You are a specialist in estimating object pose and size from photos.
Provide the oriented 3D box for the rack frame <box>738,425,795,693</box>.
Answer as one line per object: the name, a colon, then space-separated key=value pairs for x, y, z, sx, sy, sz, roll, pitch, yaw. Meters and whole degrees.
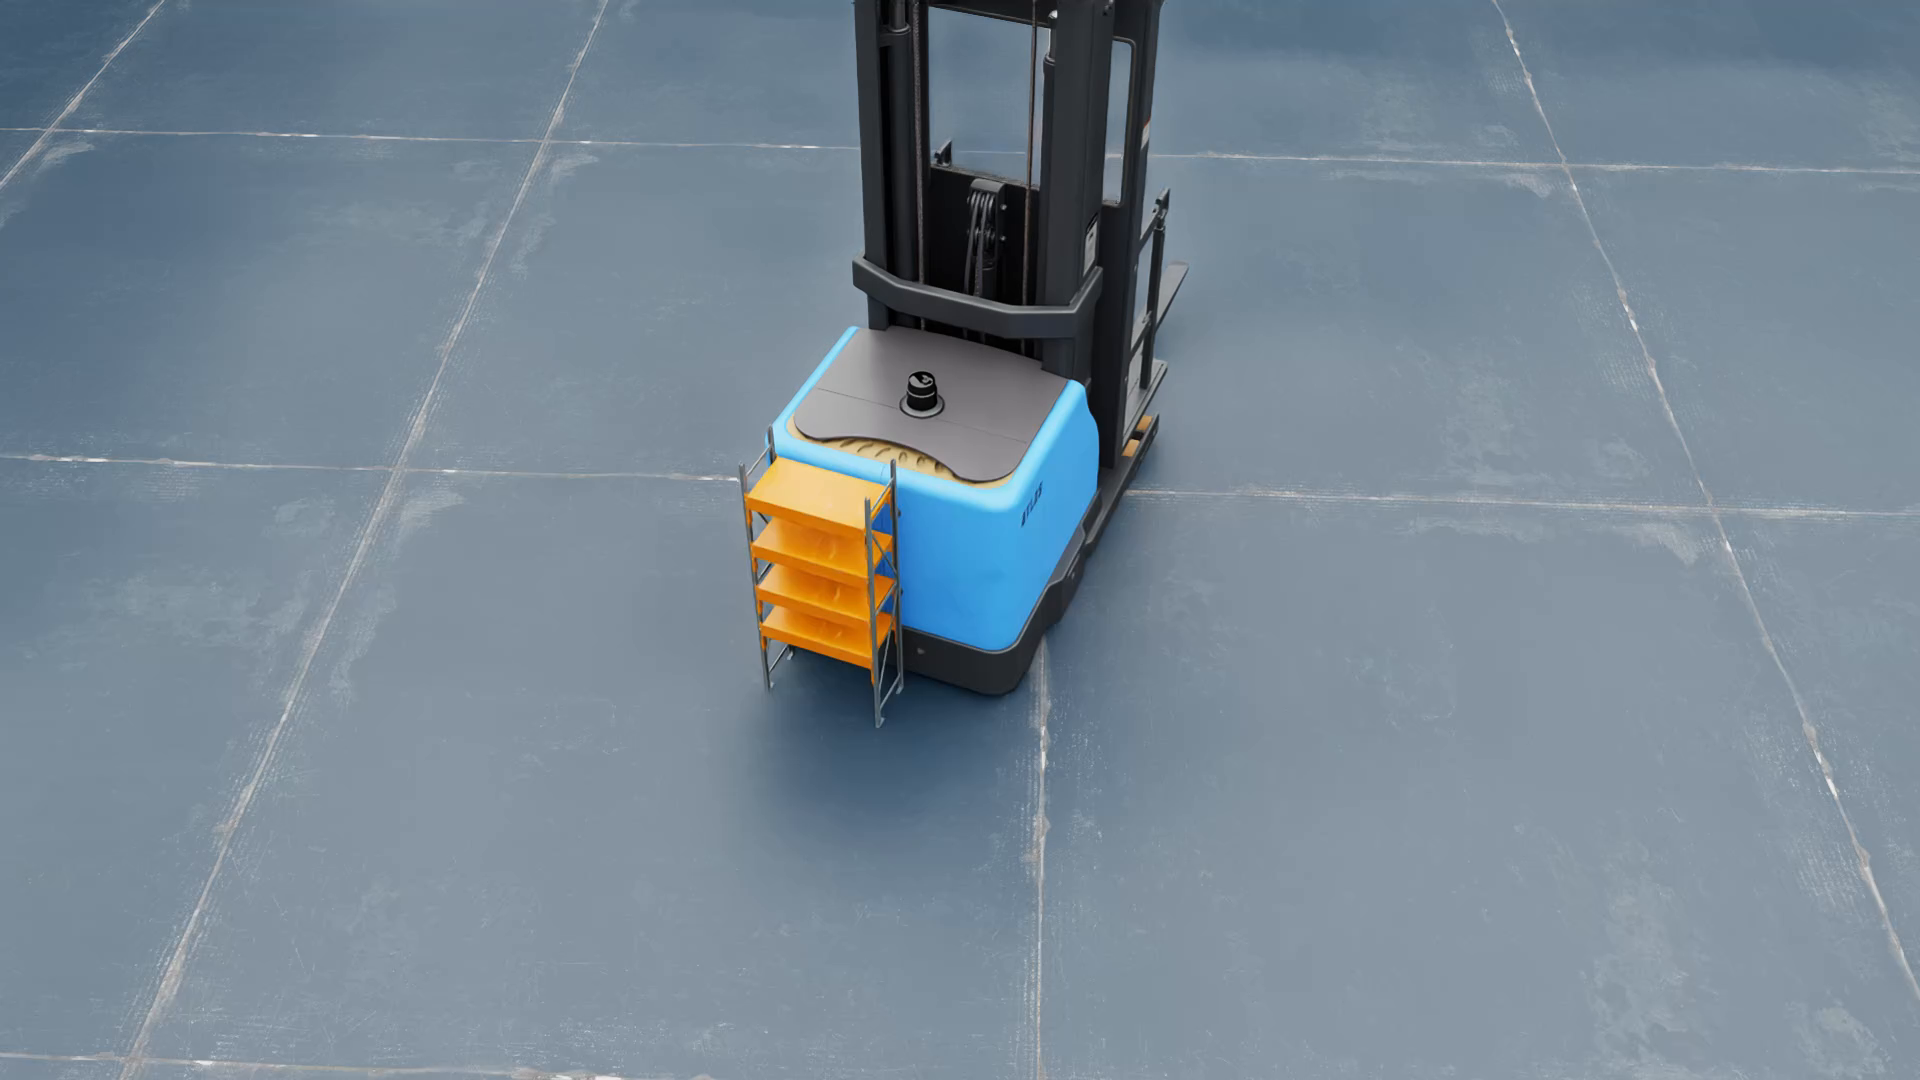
rack frame: x=-0.730 y=0.099 z=6.349 sx=0.015 sy=1.200 sz=0.240 roll=16 pitch=45 yaw=16

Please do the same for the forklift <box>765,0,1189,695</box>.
forklift: x=0.284 y=-1.476 z=6.769 sx=1.130 sy=2.935 sz=3.031 roll=16 pitch=45 yaw=16

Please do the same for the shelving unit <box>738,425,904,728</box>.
shelving unit: x=-0.504 y=0.162 z=6.281 sx=0.503 sy=1.200 sz=0.258 roll=16 pitch=45 yaw=16

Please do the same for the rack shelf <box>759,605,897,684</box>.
rack shelf: x=-0.504 y=0.357 z=6.462 sx=0.480 sy=0.148 sz=0.258 roll=16 pitch=45 yaw=16

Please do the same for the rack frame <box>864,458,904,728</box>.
rack frame: x=-0.279 y=0.226 z=6.213 sx=0.015 sy=1.200 sz=0.240 roll=16 pitch=45 yaw=16

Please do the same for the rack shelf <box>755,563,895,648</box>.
rack shelf: x=-0.504 y=0.211 z=6.327 sx=0.480 sy=0.148 sz=0.258 roll=16 pitch=45 yaw=16

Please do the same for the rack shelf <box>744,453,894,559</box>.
rack shelf: x=-0.504 y=-0.125 z=6.013 sx=0.480 sy=0.148 sz=0.258 roll=16 pitch=45 yaw=16

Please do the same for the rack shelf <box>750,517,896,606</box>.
rack shelf: x=-0.504 y=0.048 z=6.174 sx=0.480 sy=0.148 sz=0.258 roll=16 pitch=45 yaw=16
